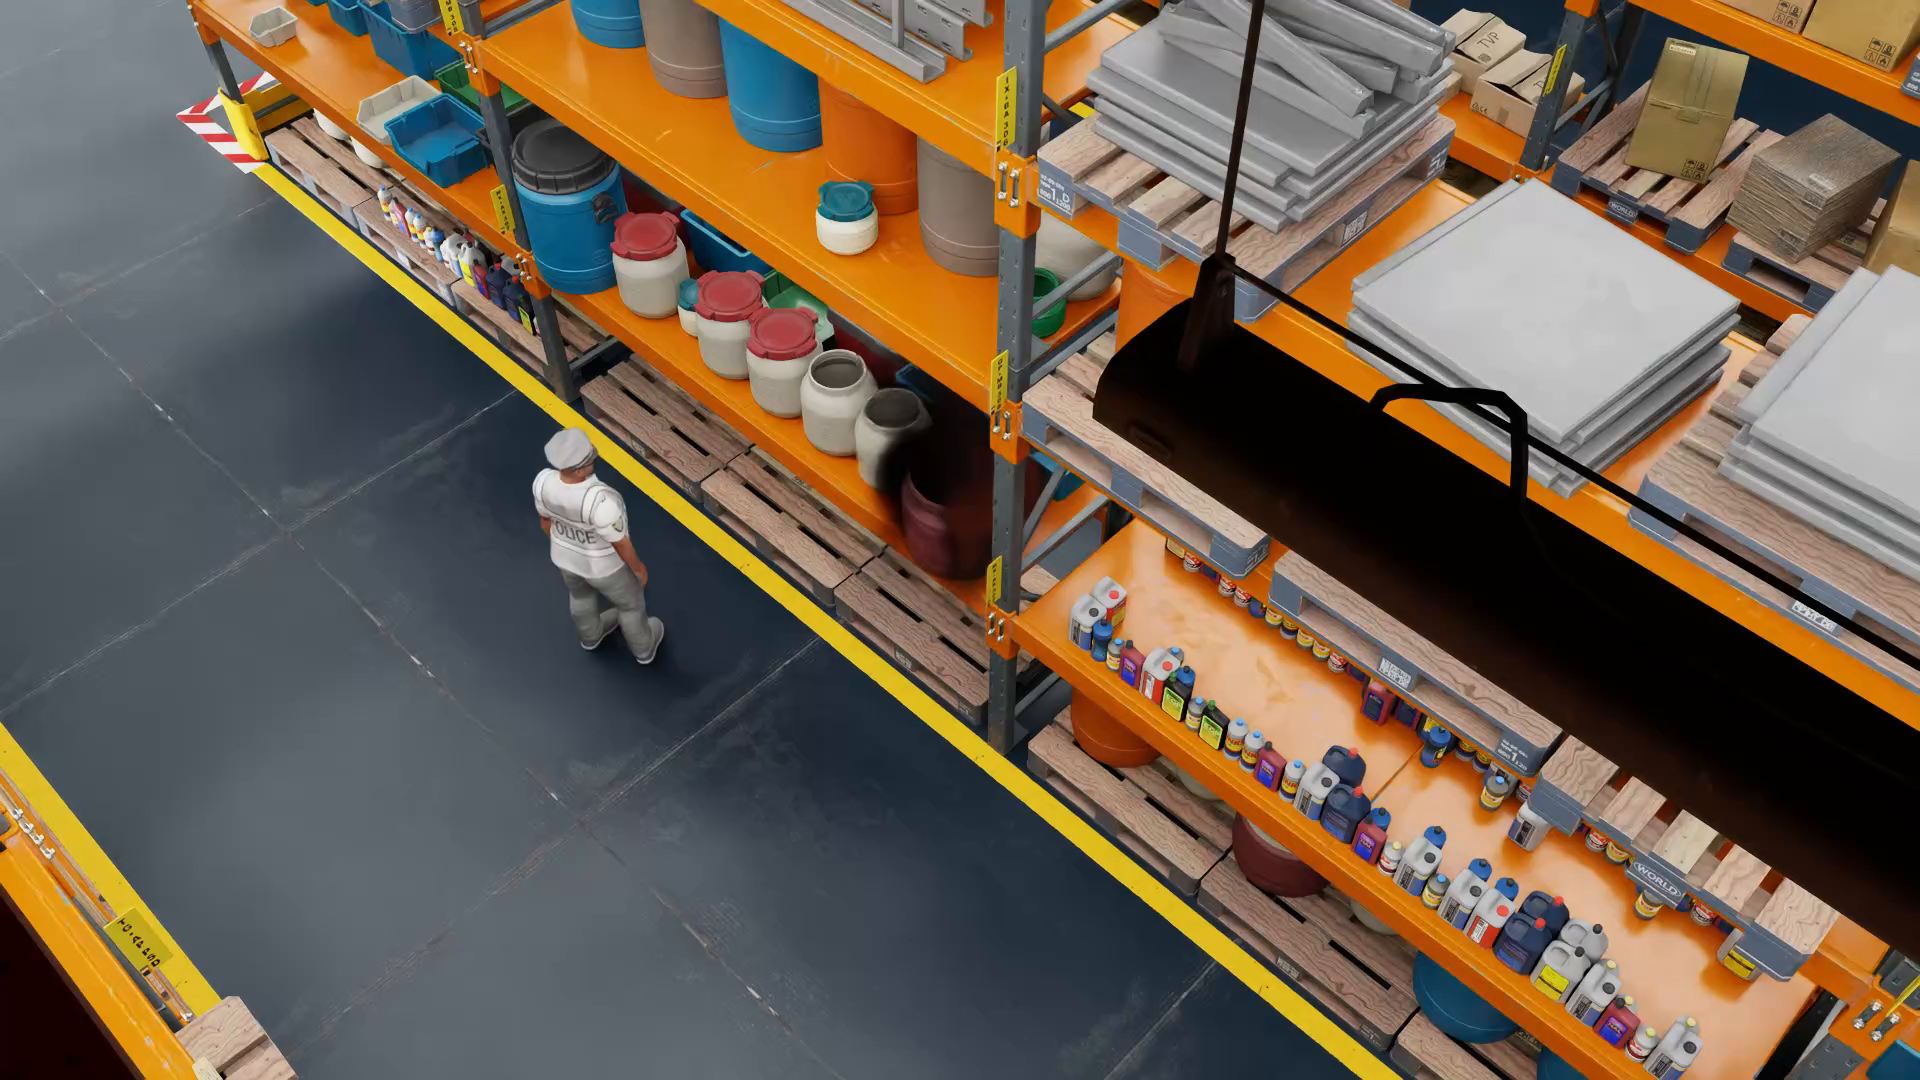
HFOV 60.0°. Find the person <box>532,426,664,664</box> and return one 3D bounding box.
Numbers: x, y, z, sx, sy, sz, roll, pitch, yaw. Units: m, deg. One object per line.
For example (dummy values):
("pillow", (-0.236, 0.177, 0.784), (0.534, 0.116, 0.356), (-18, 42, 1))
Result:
("person", (-1.993, 0.056, 9.187), (0.595, 1.758, 0.463), (20, 53, 16))
